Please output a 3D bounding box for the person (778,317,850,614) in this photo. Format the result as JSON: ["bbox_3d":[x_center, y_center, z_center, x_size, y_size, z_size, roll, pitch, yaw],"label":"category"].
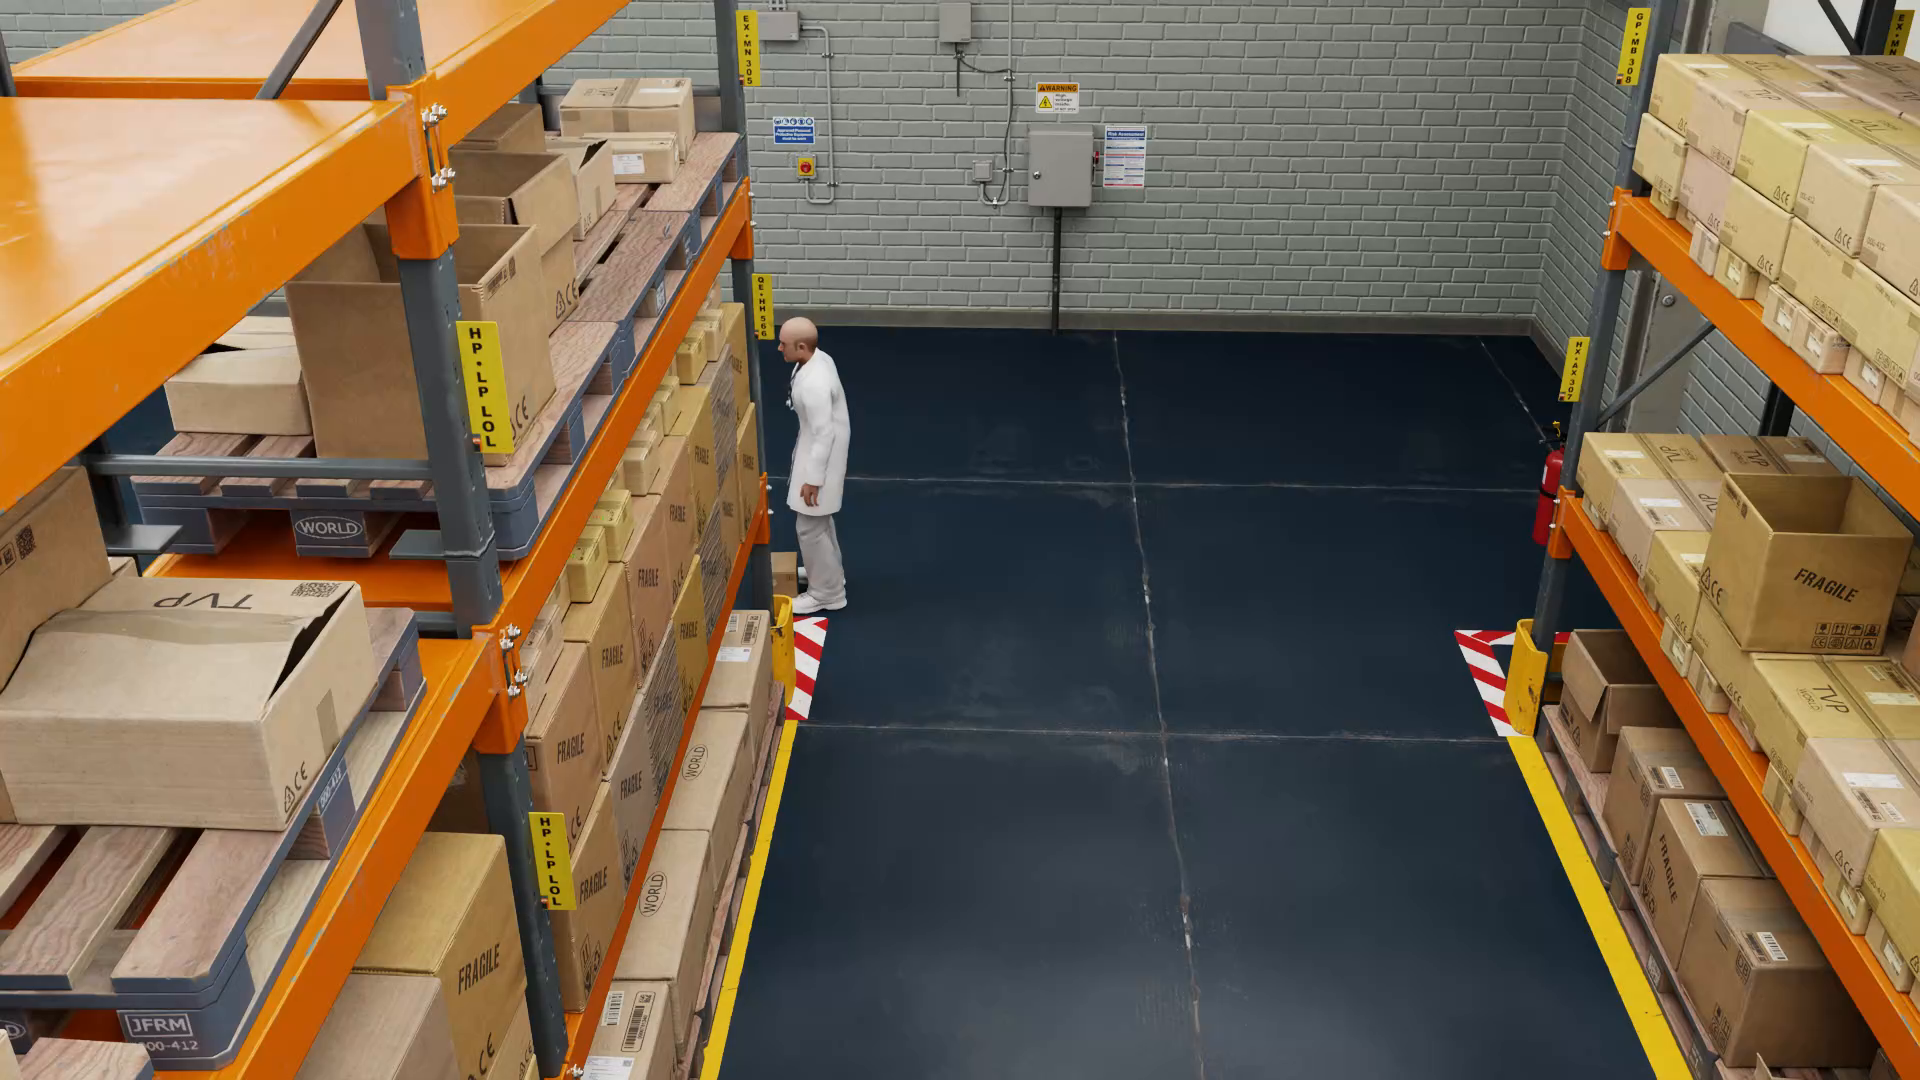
[{"bbox_3d":[-0.833,-0.432,9.465,0.427,1.773,0.651,-2,28,-5],"label":"person"}]
